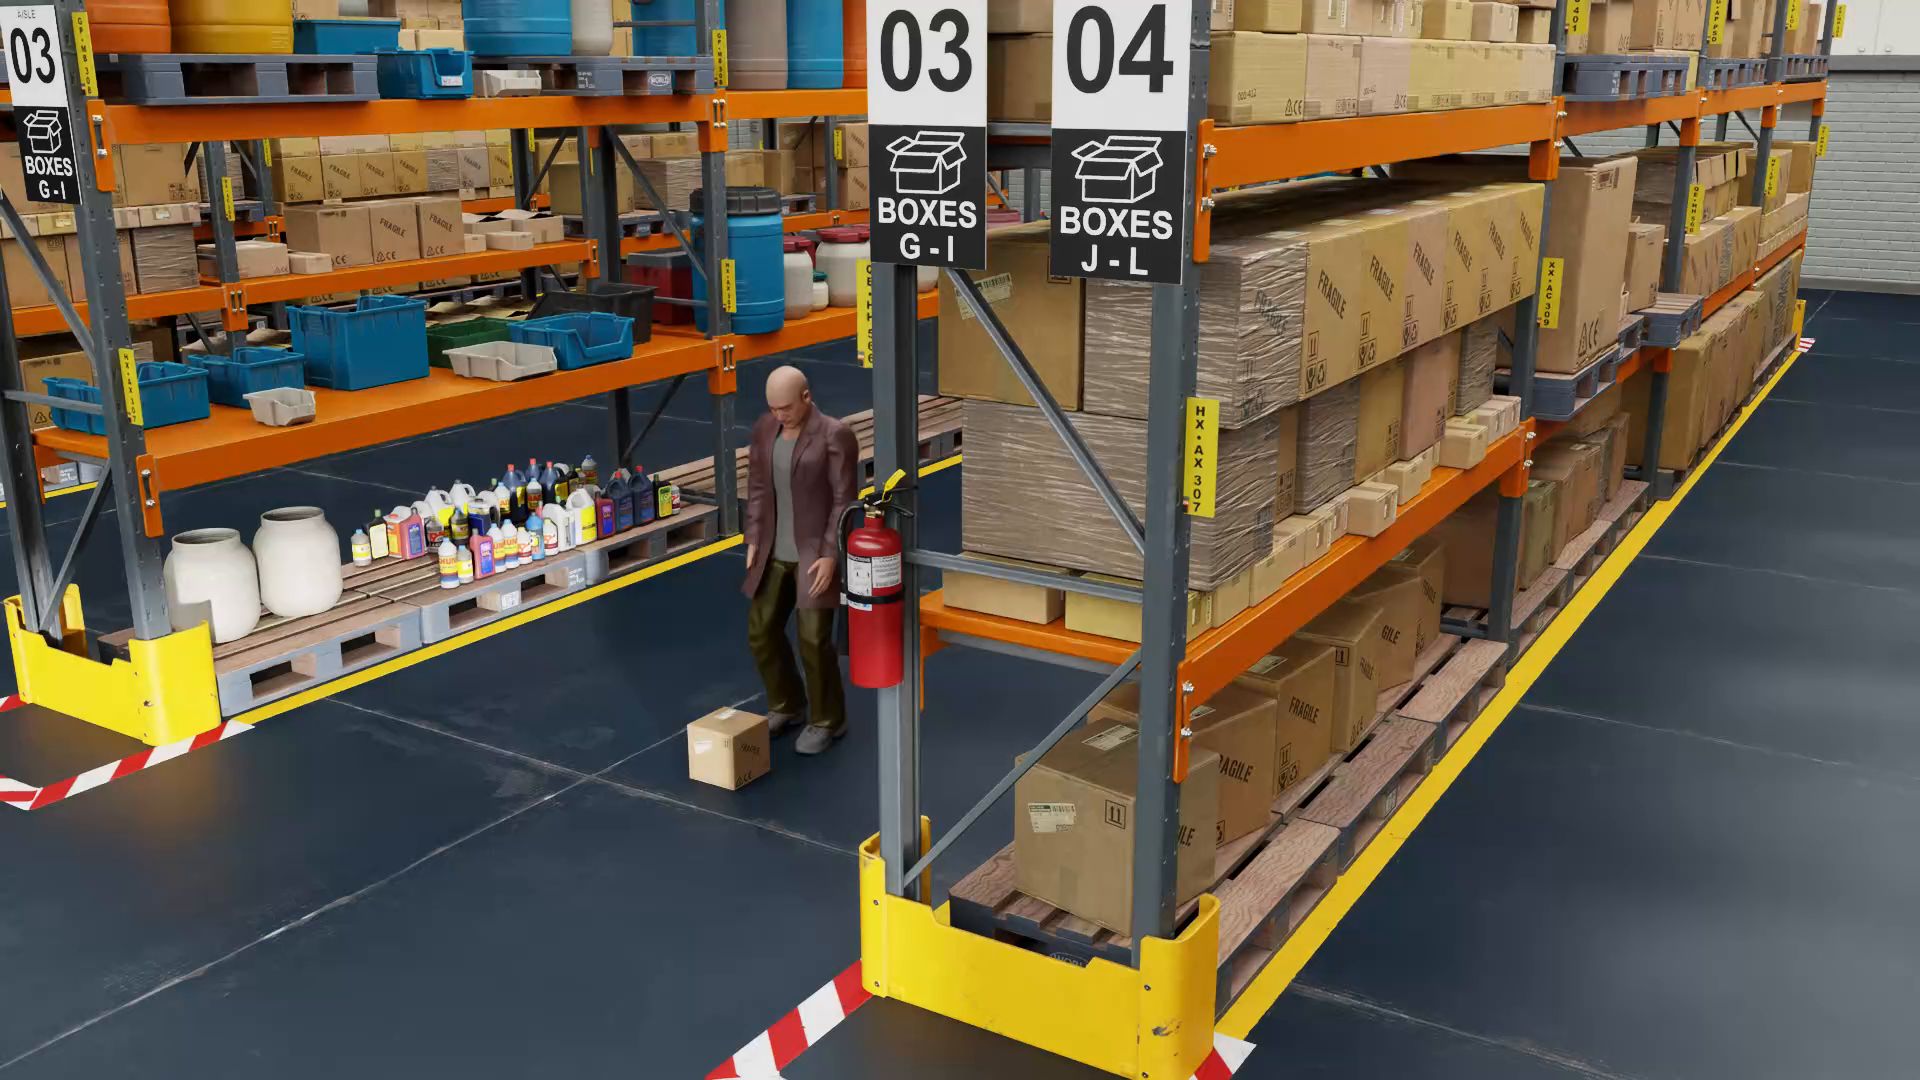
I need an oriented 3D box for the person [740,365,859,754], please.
[{"bbox_3d":[-0.708,0.078,7.397,0.587,1.730,0.416,10,19,32],"label":"person"}]
